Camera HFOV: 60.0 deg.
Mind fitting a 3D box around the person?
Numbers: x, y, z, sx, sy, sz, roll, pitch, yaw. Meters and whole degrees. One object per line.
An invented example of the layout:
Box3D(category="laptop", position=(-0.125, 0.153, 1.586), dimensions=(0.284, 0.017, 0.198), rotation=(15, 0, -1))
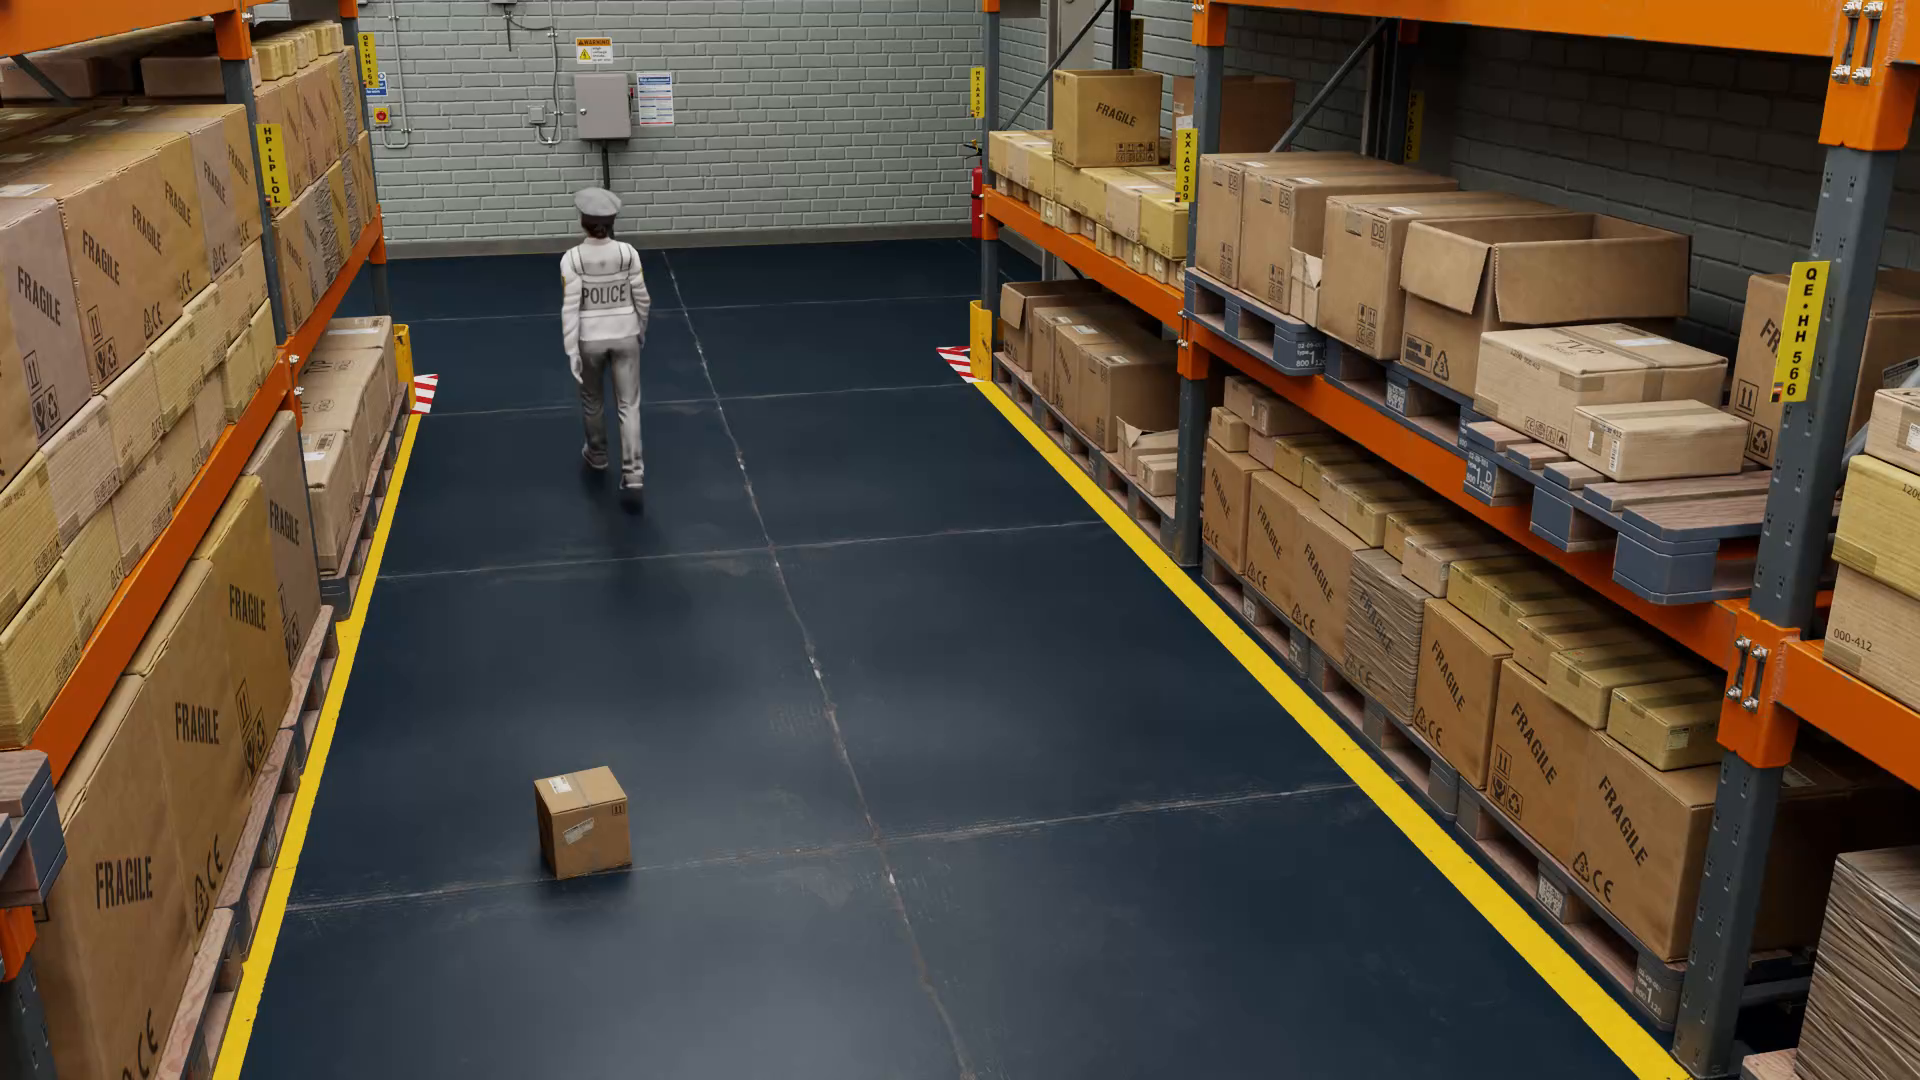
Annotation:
Box3D(category="person", position=(-1.928, -1.107, 9.110), dimensions=(0.486, 1.639, 1.013), rotation=(-5, 20, -14))
